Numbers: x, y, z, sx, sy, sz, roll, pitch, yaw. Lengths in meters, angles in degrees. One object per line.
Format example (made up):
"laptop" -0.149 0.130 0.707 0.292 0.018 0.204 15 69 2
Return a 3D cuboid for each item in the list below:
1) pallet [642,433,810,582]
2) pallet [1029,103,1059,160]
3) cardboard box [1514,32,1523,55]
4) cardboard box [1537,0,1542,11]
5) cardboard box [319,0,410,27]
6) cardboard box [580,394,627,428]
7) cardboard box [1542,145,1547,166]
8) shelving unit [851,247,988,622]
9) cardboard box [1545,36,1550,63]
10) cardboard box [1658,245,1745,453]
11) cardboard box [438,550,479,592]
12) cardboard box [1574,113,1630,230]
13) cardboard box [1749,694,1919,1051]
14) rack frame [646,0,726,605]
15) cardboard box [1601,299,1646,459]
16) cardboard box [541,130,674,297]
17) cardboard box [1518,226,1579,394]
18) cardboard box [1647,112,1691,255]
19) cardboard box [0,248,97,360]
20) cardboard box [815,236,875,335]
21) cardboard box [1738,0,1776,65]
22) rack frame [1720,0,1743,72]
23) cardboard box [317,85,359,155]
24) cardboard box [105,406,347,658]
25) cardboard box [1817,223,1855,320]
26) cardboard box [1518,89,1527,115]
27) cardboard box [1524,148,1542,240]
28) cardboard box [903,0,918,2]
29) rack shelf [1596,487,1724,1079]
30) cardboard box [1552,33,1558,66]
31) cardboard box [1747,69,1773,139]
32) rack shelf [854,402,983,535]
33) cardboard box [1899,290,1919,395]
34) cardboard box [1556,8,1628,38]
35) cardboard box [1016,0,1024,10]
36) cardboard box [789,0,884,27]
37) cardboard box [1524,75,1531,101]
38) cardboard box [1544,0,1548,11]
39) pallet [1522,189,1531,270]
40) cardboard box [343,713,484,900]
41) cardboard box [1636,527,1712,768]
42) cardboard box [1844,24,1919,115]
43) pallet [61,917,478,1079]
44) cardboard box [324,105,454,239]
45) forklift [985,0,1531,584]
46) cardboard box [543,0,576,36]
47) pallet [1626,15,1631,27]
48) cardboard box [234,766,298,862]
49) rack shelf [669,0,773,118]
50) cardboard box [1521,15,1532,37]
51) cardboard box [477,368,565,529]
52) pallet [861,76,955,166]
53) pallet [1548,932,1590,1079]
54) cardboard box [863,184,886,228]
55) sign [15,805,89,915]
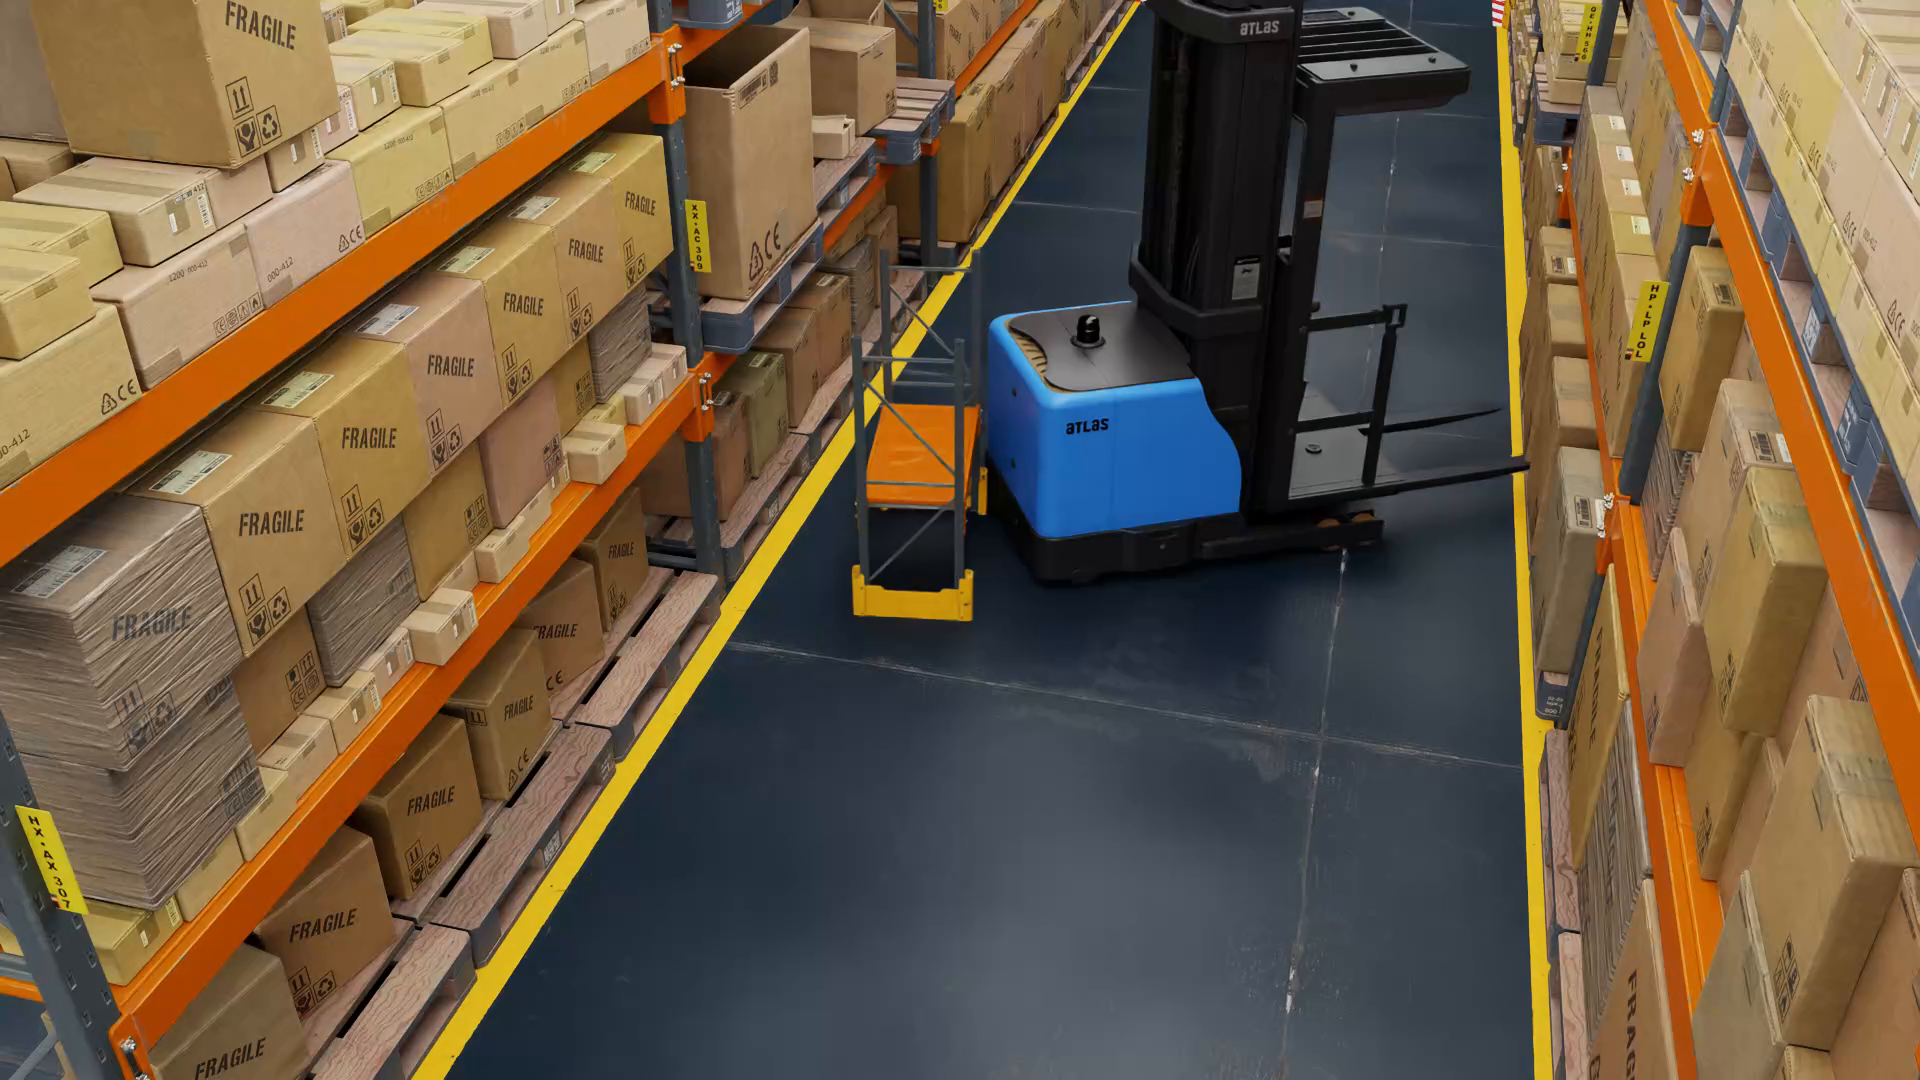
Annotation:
"pallet" -1.471 -0.250 8.946 1.003 0.211 1.213 8 33 12
"pallet" 0.240 -3.586 14.194 1.003 0.211 1.213 8 33 12
"cardboard box" 5.373 -4.610 15.472 0.380 0.149 0.250 6 33 10
"cardboard box" 4.329 -3.839 11.836 0.380 0.149 0.250 7 33 10
"cardboard box" -2.159 -1.848 5.832 0.380 0.149 0.250 9 34 14
"cardboard box" -1.631 -0.515 6.998 0.380 0.149 0.250 8 33 12
"cardboard box" 4.302 -2.725 11.480 0.500 0.250 0.500 9 33 14
"shelving unit" -0.189 -0.535 8.193 0.587 1.500 1.083 3 33 4
"cardboard box" 3.997 -3.151 10.753 0.380 0.149 0.250 8 33 12
"cardboard box" 2.978 -0.627 5.793 0.875 0.550 0.550 8 33 12
"cardboard box" -1.970 0.131 5.982 0.380 0.149 0.250 8 33 12
"cardboard box" 3.619 -1.952 8.931 0.500 0.500 0.500 8 33 12
"cardboard box" 2.272 0.777 3.585 0.875 0.550 0.550 8 33 12
"rack frame" -1.667 -1.022 7.562 1.000 3.000 0.127 8 33 12
"cardboard box" 2.979 -0.644 6.874 0.500 0.500 0.500 8 33 12
"cardboard box" -1.515 -1.341 6.761 0.500 0.500 0.500 8 33 12
"cardboard box" 3.879 -1.294 9.695 1.050 0.750 0.750 8 33 12
"cardboard box" 3.483 -1.546 7.361 0.700 0.500 0.500 8 33 13
"cardboard box" -2.229 -0.550 3.792 0.380 0.149 0.250 9 33 13
"cardboard box" -0.931 -1.589 10.373 0.700 0.500 0.500 5 33 8
"cardboard box" 2.710 -1.626 5.094 0.500 0.250 0.500 8 33 13
"rack frame" 3.105 -2.826 4.808 1.000 3.000 0.127 8 33 12
"cardboard box" -2.007 -1.235 4.869 0.380 0.149 0.250 8 33 12
"cardboard box" -2.145 -0.043 4.719 0.500 0.500 0.500 8 33 12
"cardboard box" 2.234 -0.608 3.864 0.380 0.149 0.250 8 33 13
"cardboard box" 4.905 -3.670 13.993 0.380 0.149 0.250 8 33 13
"cardboard box" 4.288 -2.415 11.692 0.500 0.500 0.500 7 33 10
"cardboard box" -0.451 -3.941 11.124 0.797 0.503 0.637 9 34 14
"rack shelf" 2.597 1.047 4.978 1.077 0.370 4.000 8 33 12
"cardboard box" 3.871 -3.024 10.276 0.380 0.149 0.250 9 34 14
"cardboard box" 2.555 -1.267 4.901 0.380 0.149 0.250 8 33 12
"rack shelf" -0.189 -0.378 8.282 0.538 0.185 1.000 3 33 4
"cardboard box" 2.072 -0.318 3.036 0.500 0.250 0.500 8 33 12
"cardboard box" 3.867 -3.139 10.180 0.380 0.149 0.250 8 33 12
"cardboard box" 0.251 -4.408 12.795 0.500 0.500 0.500 8 33 12
"cardboard box" -0.750 -3.032 10.238 0.500 0.500 0.500 4 33 6
"cardboard box" 4.908 -3.752 13.845 0.380 0.149 0.250 9 33 13
"cardboard box" 4.195 -3.689 11.322 0.380 0.149 0.250 7 33 11
"pallet" 4.631 -2.230 12.061 1.003 0.211 1.213 8 33 12
"cardboard box" -2.212 0.972 6.363 0.500 0.500 0.500 11 34 17
"cardboard box" 2.654 0.388 5.204 0.875 0.550 0.550 8 33 12
"cardboard box" 2.298 -1.078 3.860 0.380 0.149 0.250 8 33 12
"pallet" -2.422 1.774 5.763 1.003 0.211 1.213 8 33 12
"cardboard box" -1.928 -1.160 5.122 0.500 0.250 0.500 9 34 14
"forklift" 1.710 -1.446 8.292 3.031 2.935 1.130 -8 33 -13
"cardboard box" -1.606 -1.917 5.941 0.380 0.149 0.250 6 33 10
"pallet" 4.583 -3.322 11.358 1.003 0.211 1.213 8 33 12
"cardboard box" -2.219 0.789 4.947 0.380 0.149 0.250 8 33 12
"rack shelf" -1.159 -3.022 8.583 1.077 0.370 4.000 8 33 12
"cardboard box" 5.234 -4.578 14.867 0.380 0.149 0.250 7 33 11
"cardboard box" -2.031 -0.437 6.271 0.875 0.500 0.500 8 33 12
"pallet" -0.730 -2.633 10.274 1.213 0.211 1.003 8 33 12
"pallet" 2.529 1.901 5.562 1.003 0.211 1.213 8 33 12
"cardboard box" -0.793 -2.193 10.625 0.500 0.250 0.500 9 34 14
"sign" -2.157 0.762 3.948 0.100 0.325 0.005 8 33 12
